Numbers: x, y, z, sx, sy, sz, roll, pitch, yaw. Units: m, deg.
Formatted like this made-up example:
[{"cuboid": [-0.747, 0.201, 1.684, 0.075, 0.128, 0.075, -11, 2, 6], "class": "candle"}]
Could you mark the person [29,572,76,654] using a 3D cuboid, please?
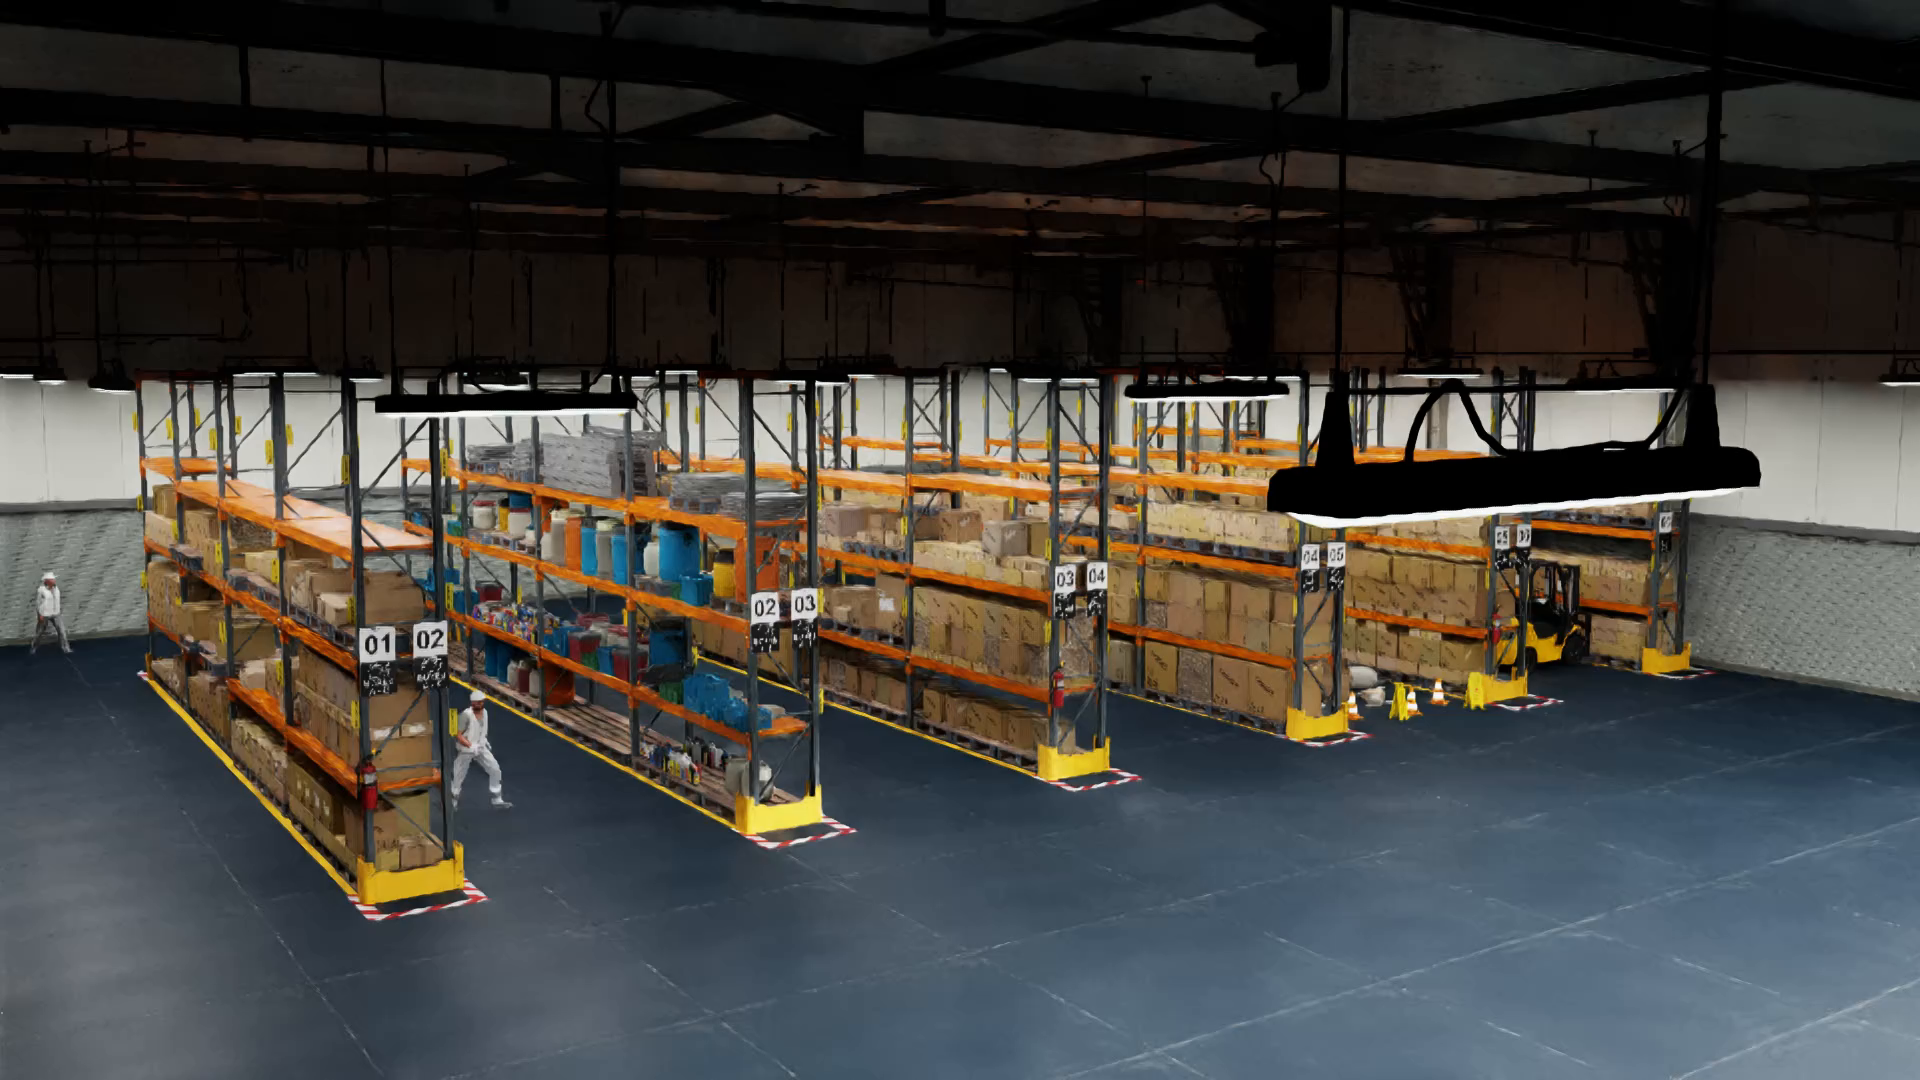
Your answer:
[{"cuboid": [-19.115, 1.533, 34.881, 0.930, 1.747, 0.584, 4, 7, 29], "class": "person"}]

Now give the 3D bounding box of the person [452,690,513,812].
[{"cuboid": [-6.679, 2.891, 22.867, 0.805, 1.722, 0.685, 5, 8, 38], "class": "person"}]
